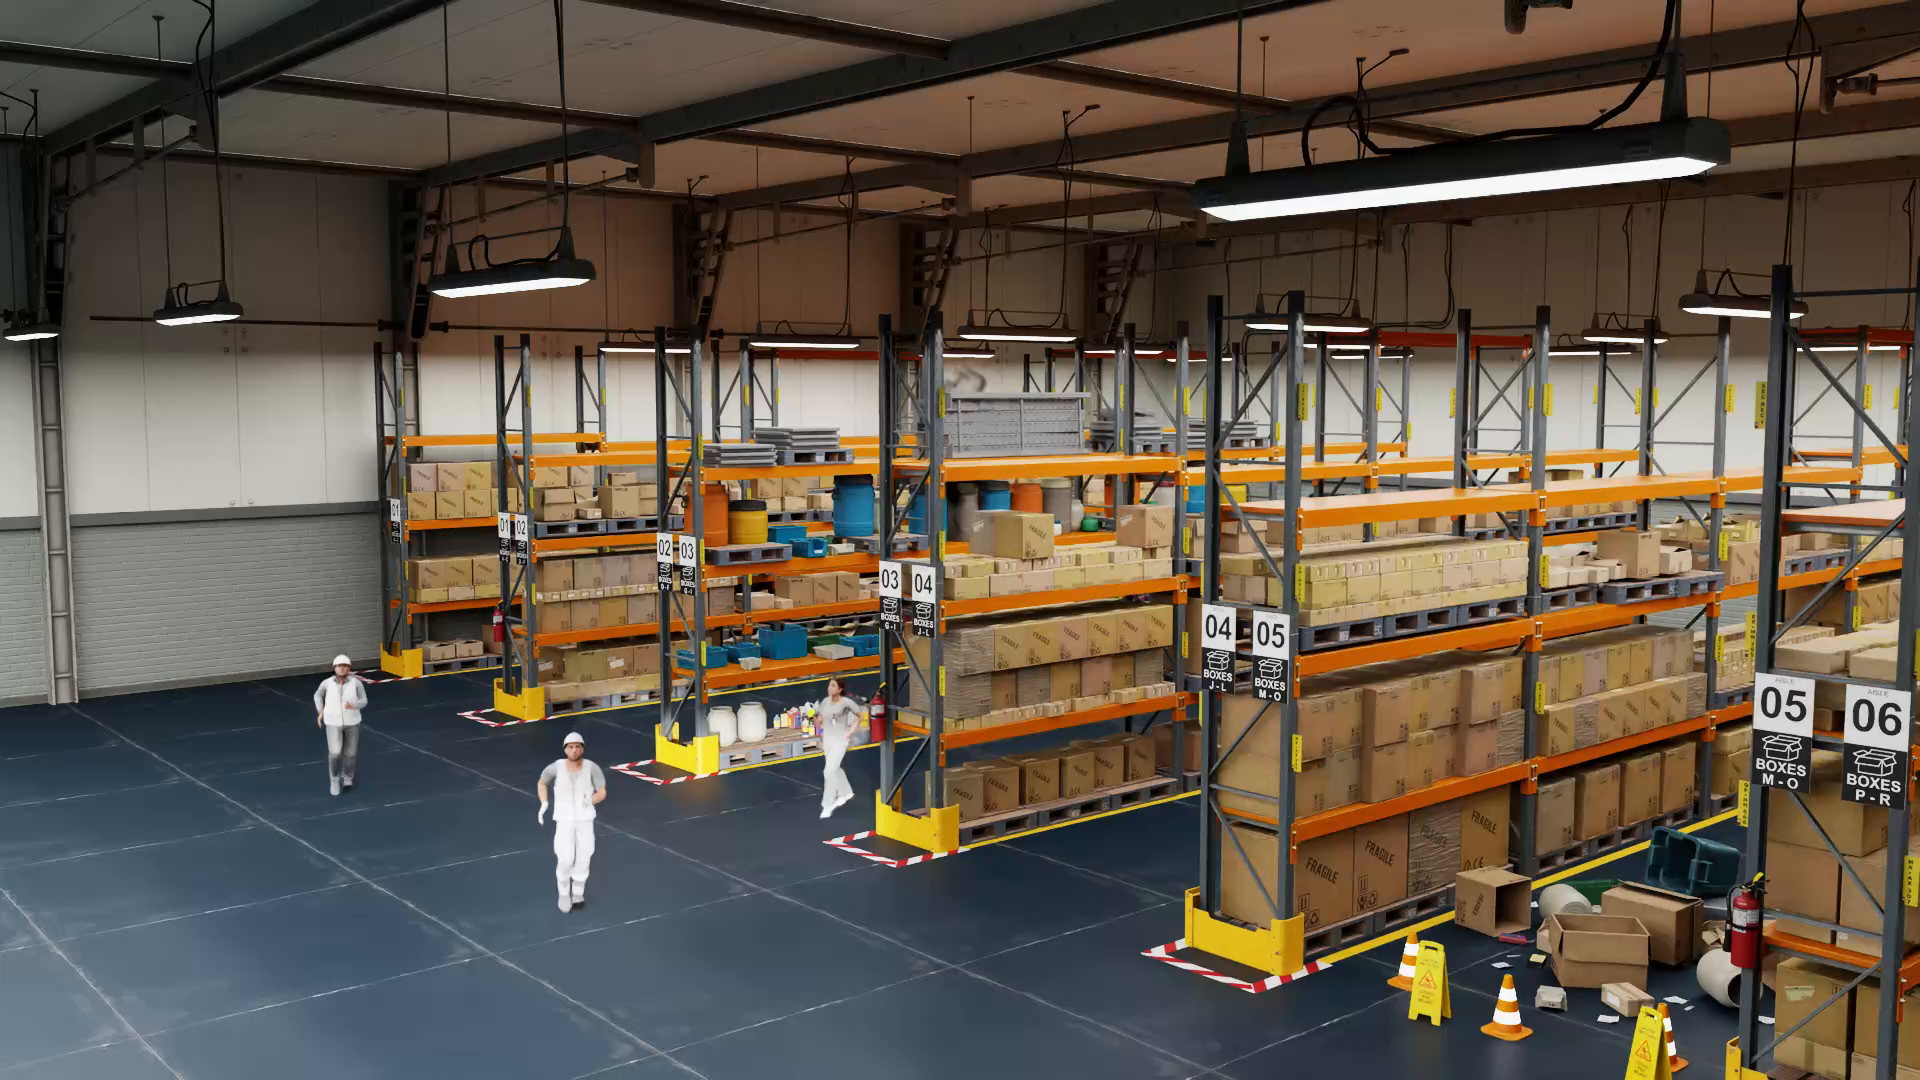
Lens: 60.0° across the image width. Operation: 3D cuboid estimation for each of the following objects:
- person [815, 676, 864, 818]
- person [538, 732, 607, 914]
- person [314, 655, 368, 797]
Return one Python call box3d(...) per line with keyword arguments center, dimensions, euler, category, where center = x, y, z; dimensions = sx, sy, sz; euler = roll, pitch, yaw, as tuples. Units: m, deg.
box3d(center=(-1.477, 2.508, 20.214), dimensions=(0.573, 1.743, 0.711), euler=(4, 7, 38), category="person")
box3d(center=(-3.804, 2.785, 16.363), dimensions=(0.654, 1.781, 0.698), euler=(-2, 5, -18), category="person")
box3d(center=(-7.871, 2.359, 21.187), dimensions=(0.625, 1.793, 0.715), euler=(-2, 6, -25), category="person")
